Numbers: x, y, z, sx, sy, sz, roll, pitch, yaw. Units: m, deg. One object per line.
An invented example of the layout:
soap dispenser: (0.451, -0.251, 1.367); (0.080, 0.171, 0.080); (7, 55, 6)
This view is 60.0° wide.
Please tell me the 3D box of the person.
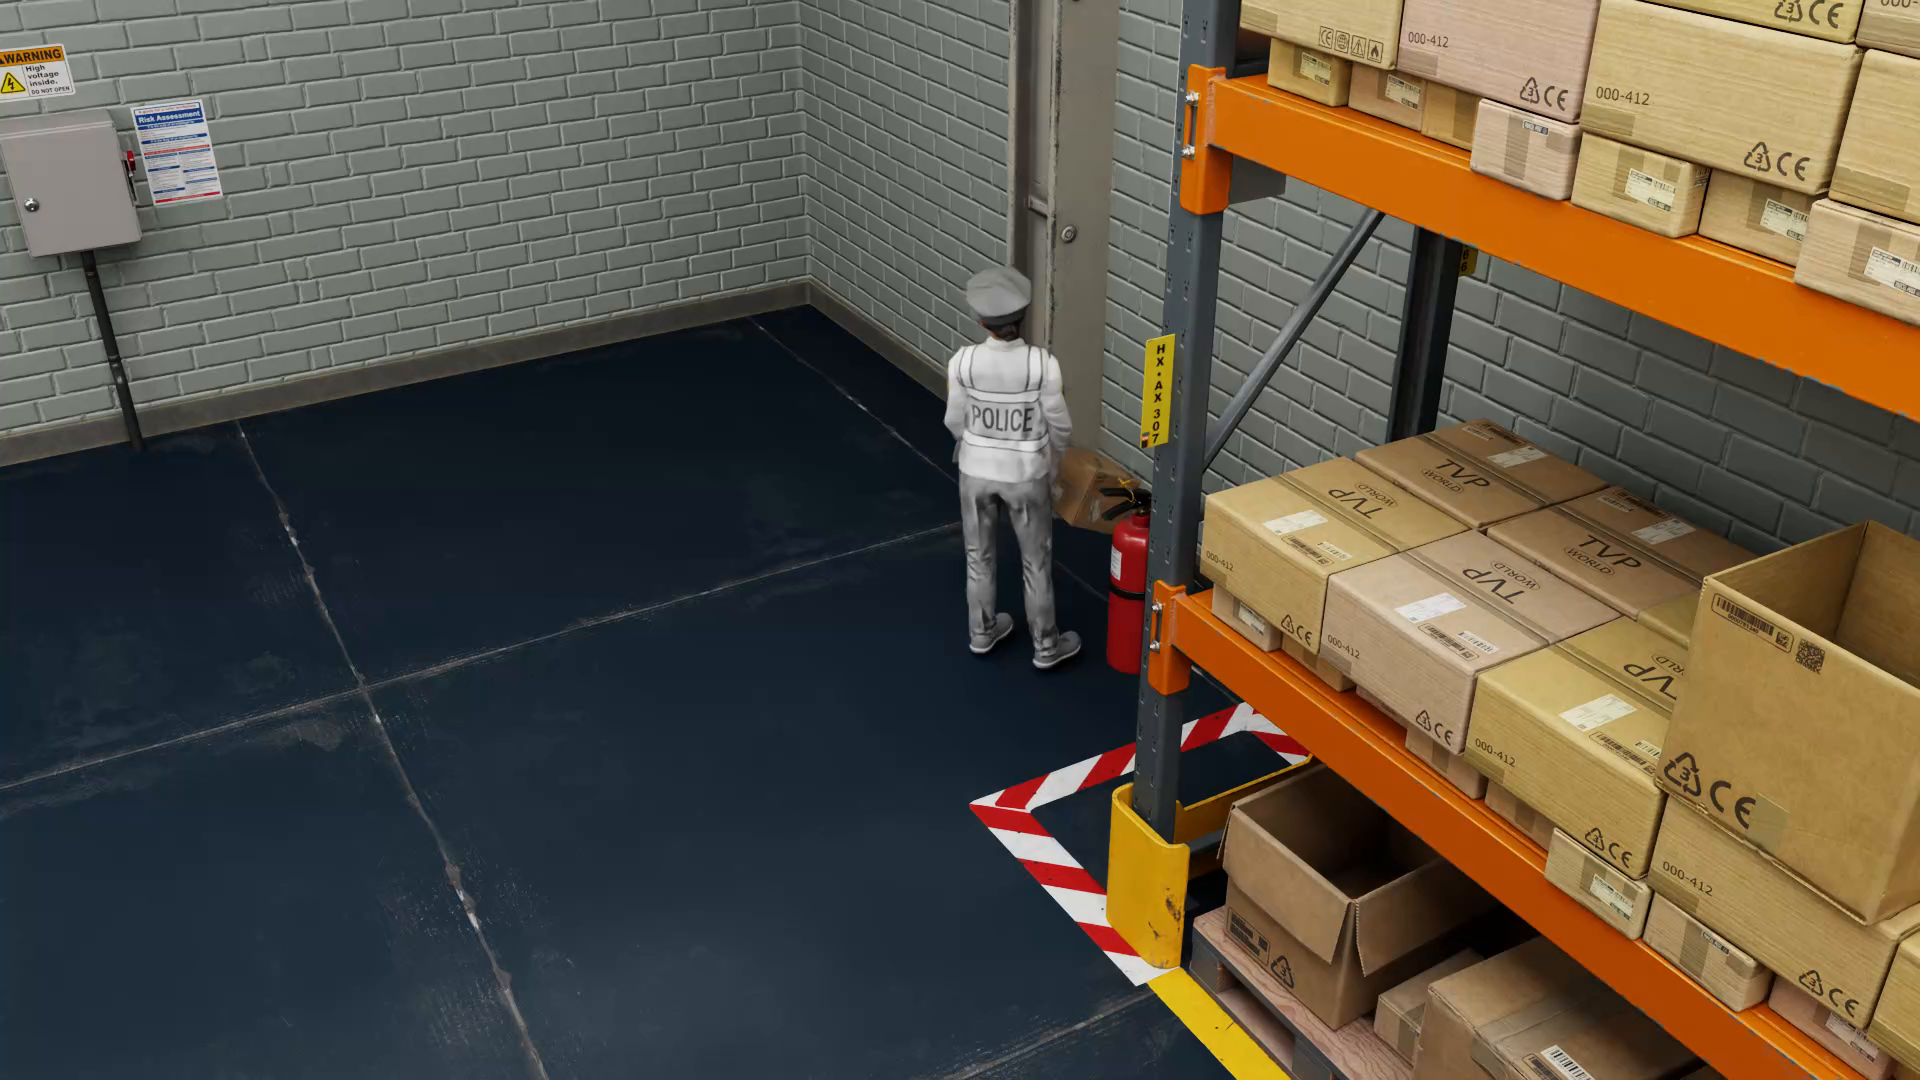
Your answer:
person: (0.218, -0.263, 6.538); (0.558, 1.692, 0.447); (5, 30, 9)
